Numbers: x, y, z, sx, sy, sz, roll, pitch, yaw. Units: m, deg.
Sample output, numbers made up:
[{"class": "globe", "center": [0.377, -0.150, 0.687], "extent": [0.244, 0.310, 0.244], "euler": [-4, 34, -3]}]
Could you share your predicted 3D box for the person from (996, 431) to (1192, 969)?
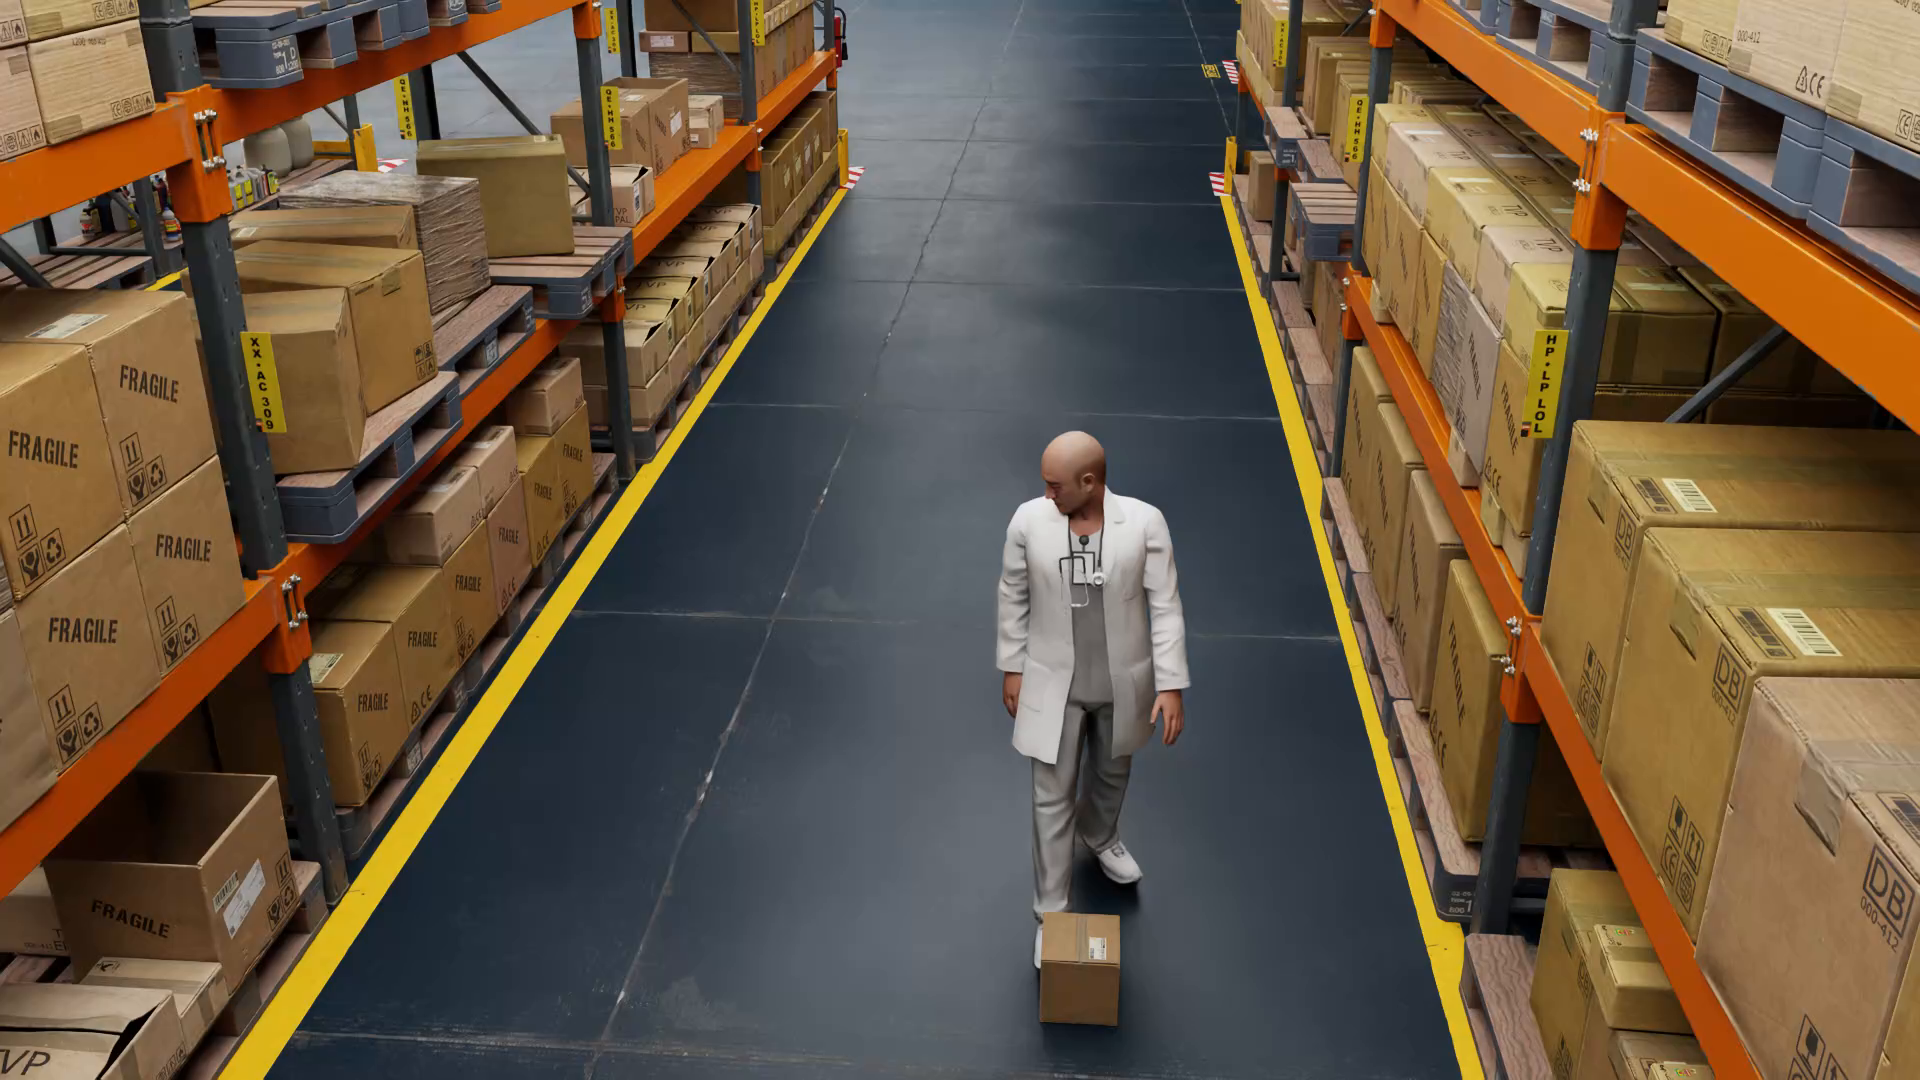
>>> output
[{"class": "person", "center": [0.437, 0.493, 5.496], "extent": [0.628, 1.762, 0.849], "euler": [0, 24, 0]}]
